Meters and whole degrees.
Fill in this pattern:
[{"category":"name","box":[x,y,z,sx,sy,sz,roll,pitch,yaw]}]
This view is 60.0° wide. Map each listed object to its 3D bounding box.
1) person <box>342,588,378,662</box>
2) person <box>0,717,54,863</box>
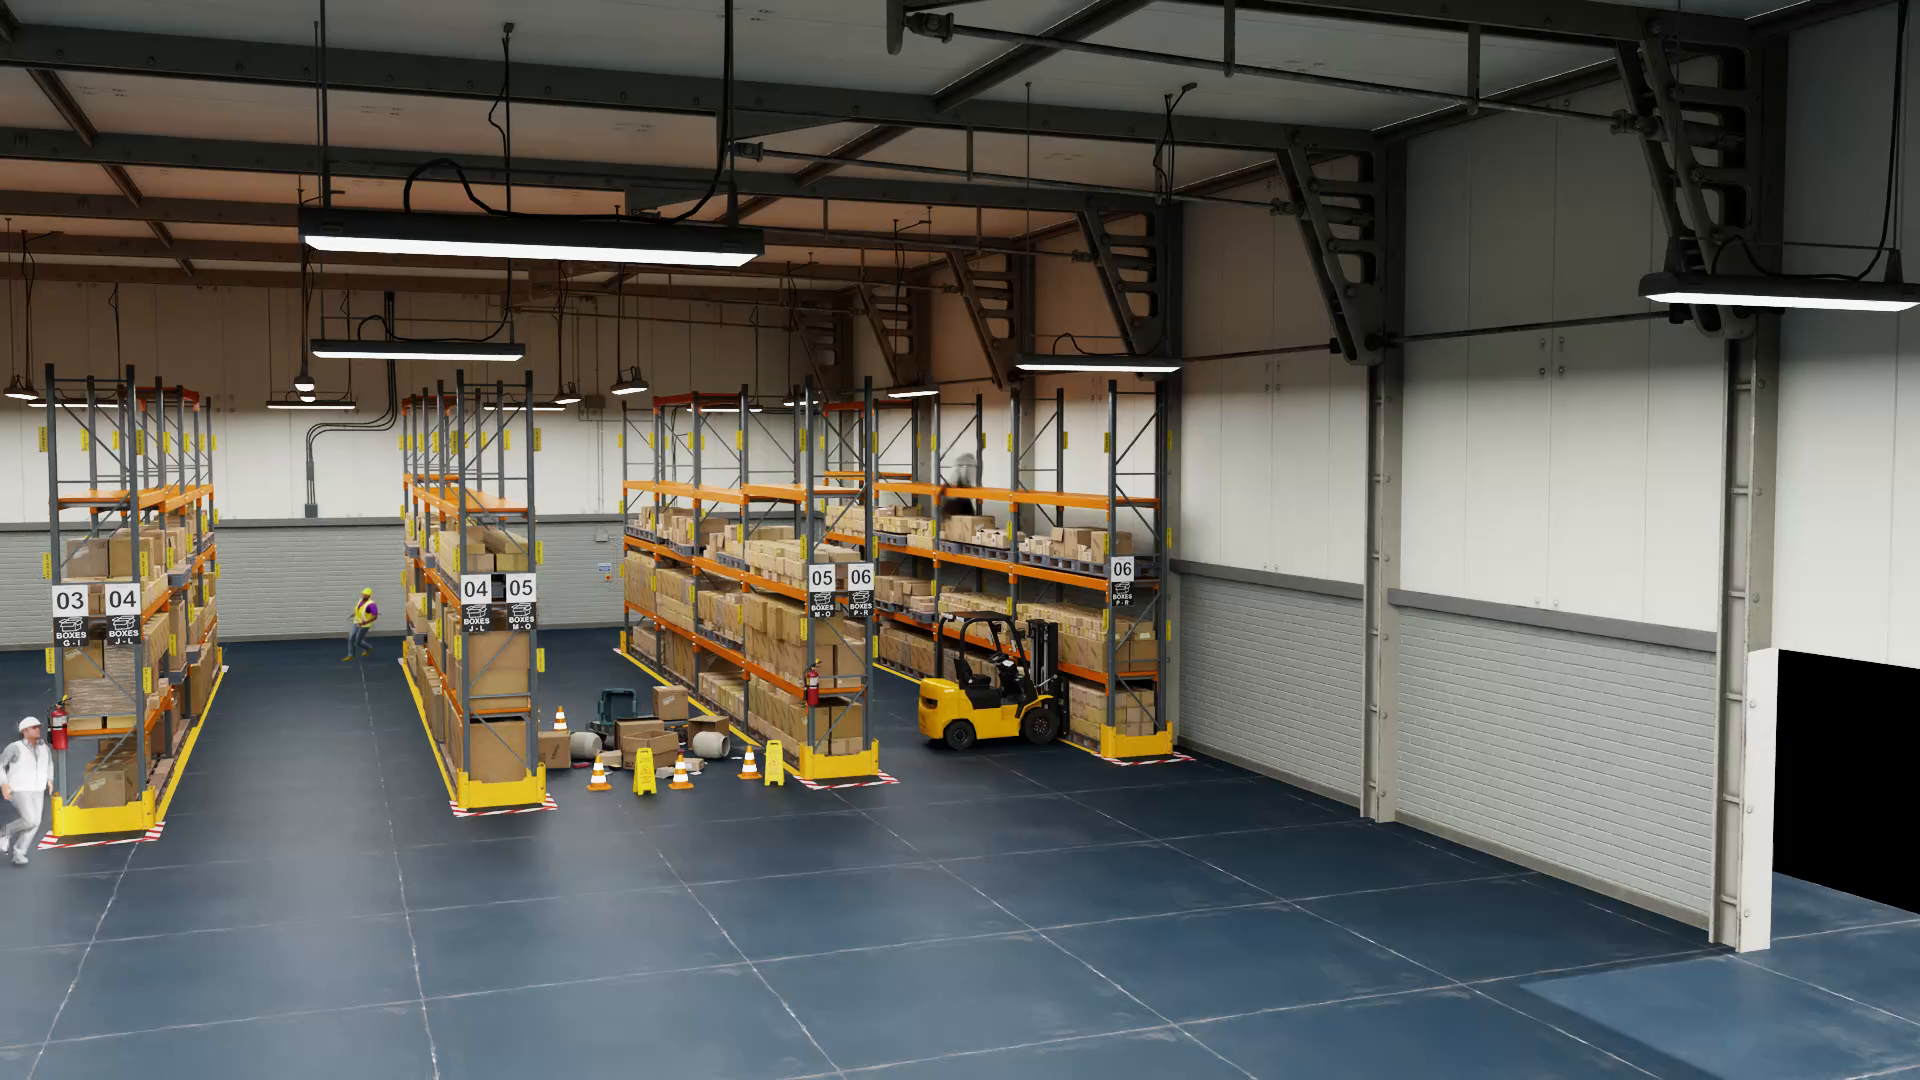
[{"category":"person","box":[-13.678,1.938,38.161,0.757,1.678,0.745,2,4,29]},{"category":"person","box":[-11.170,2.985,19.985,0.535,1.698,0.683,2,4,25]}]
